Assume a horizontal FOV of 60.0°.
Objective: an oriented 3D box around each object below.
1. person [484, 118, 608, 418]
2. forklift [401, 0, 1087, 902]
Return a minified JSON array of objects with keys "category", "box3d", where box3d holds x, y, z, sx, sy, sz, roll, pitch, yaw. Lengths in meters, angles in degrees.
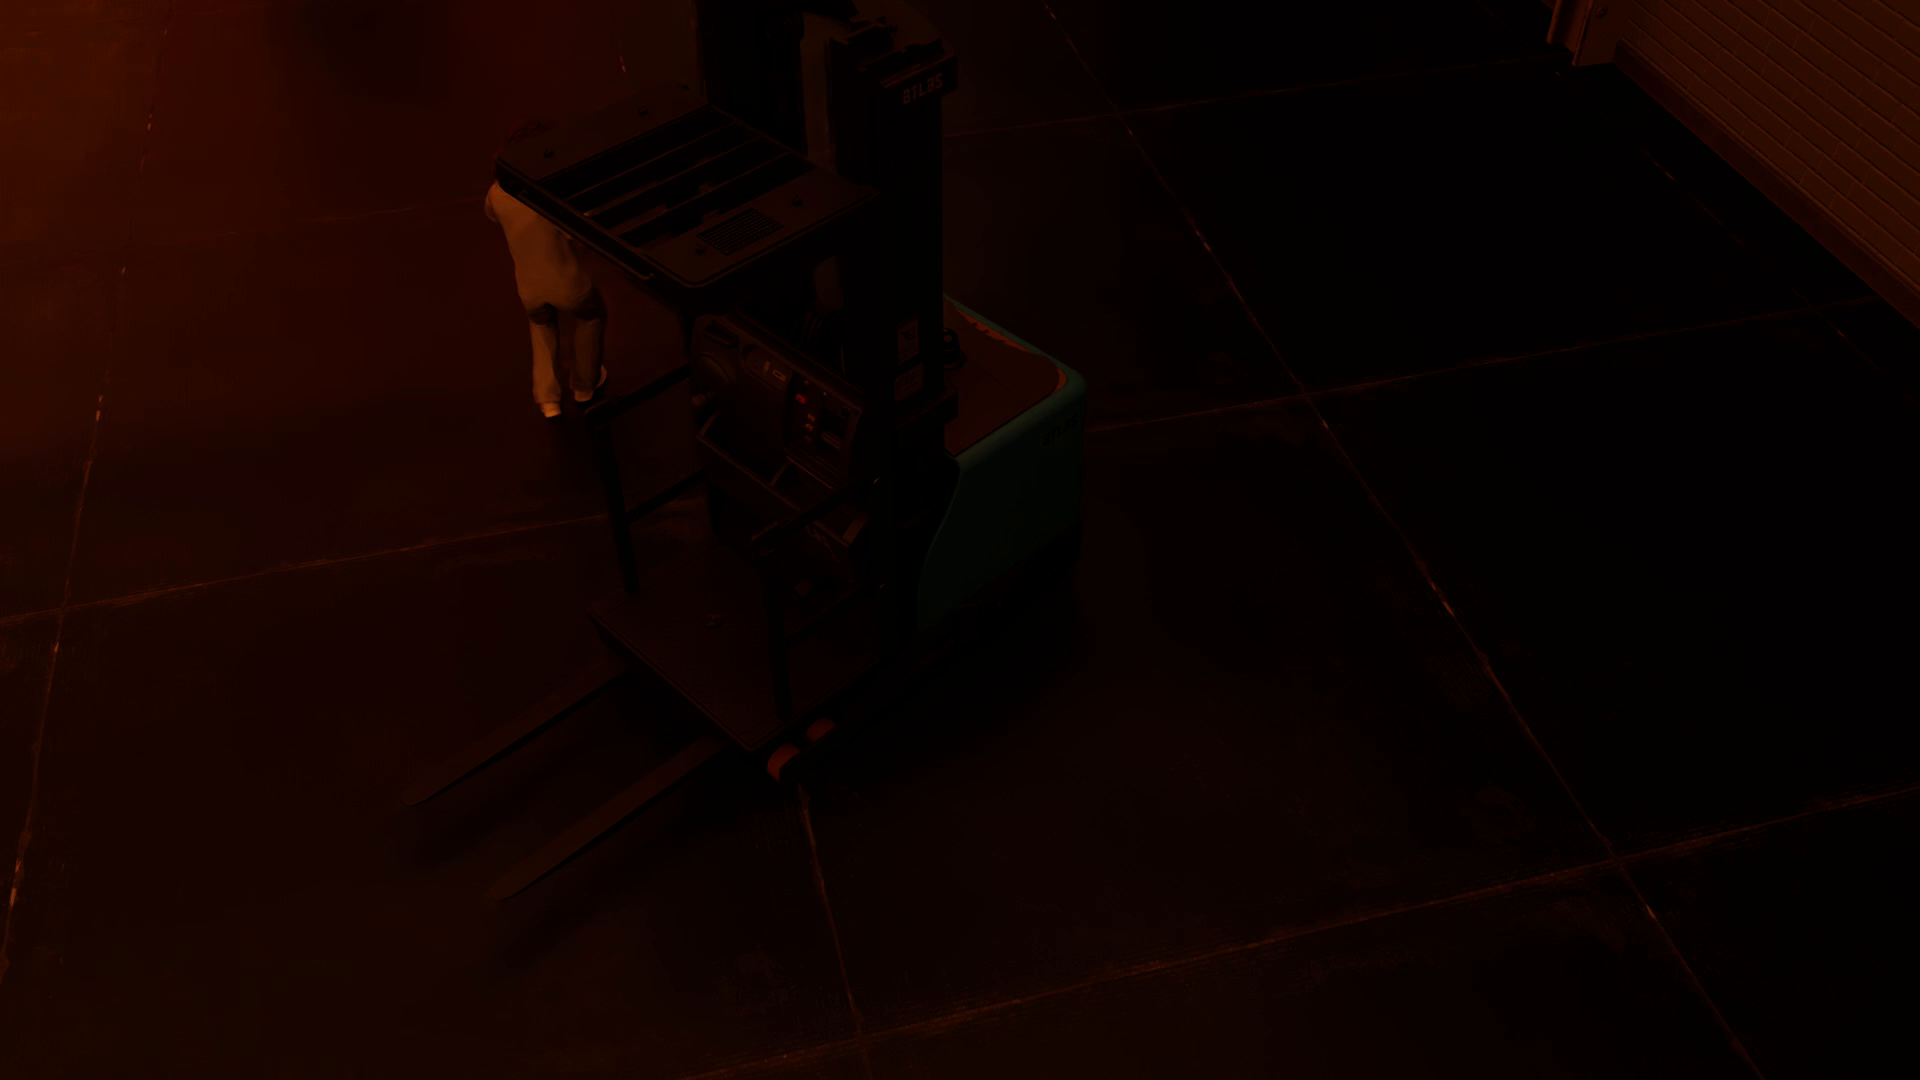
[{"category":"person","box3d":[-1.914,-1.326,8.040,0.718,1.570,0.698,7,44,8]},{"category":"forklift","box3d":[-0.850,-0.482,6.155,3.031,2.935,1.130,-34,53,-31]}]
